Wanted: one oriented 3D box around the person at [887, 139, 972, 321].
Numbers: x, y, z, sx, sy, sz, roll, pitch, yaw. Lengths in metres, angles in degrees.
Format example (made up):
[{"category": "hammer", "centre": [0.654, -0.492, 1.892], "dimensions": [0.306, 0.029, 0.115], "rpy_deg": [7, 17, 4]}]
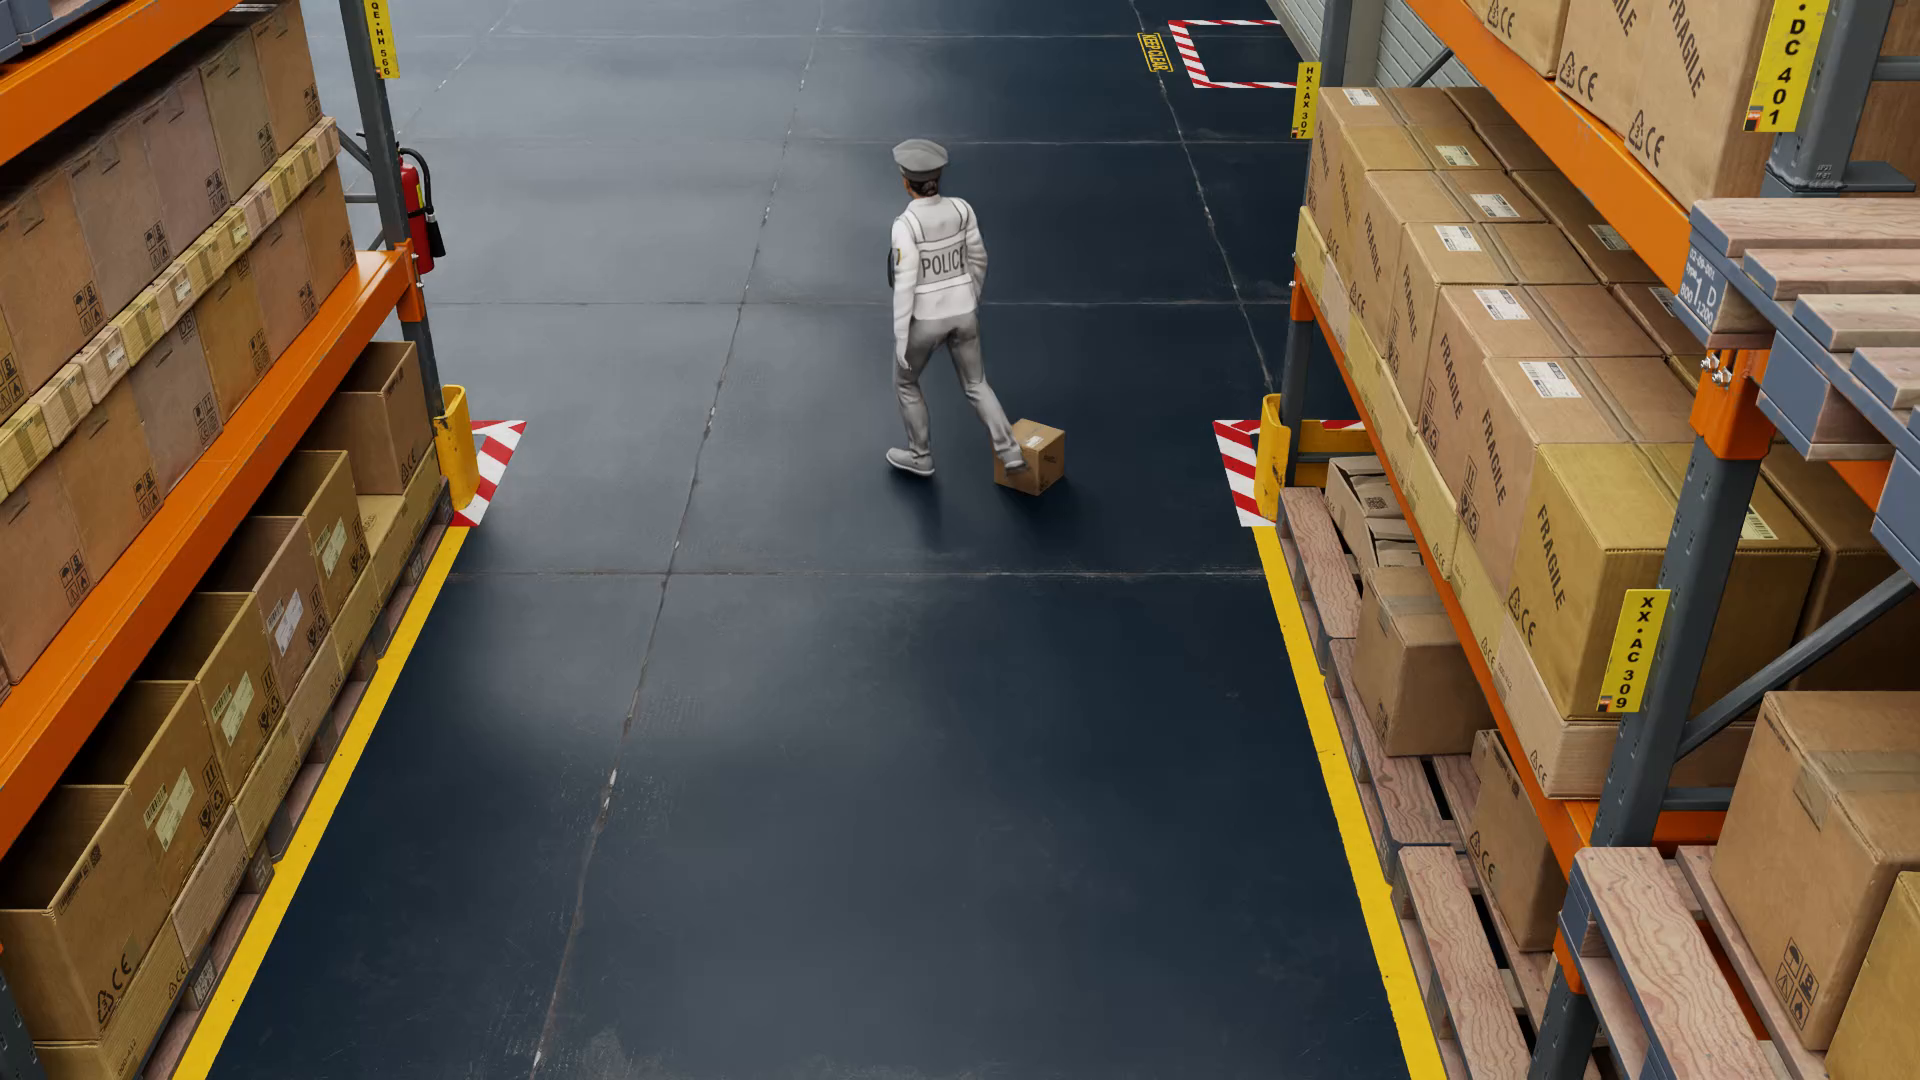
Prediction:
[{"category": "person", "centre": [-0.136, -1.403, 7.595], "dimensions": [0.375, 0.794, 0.377], "rpy_deg": [-19, 37, -28]}]
